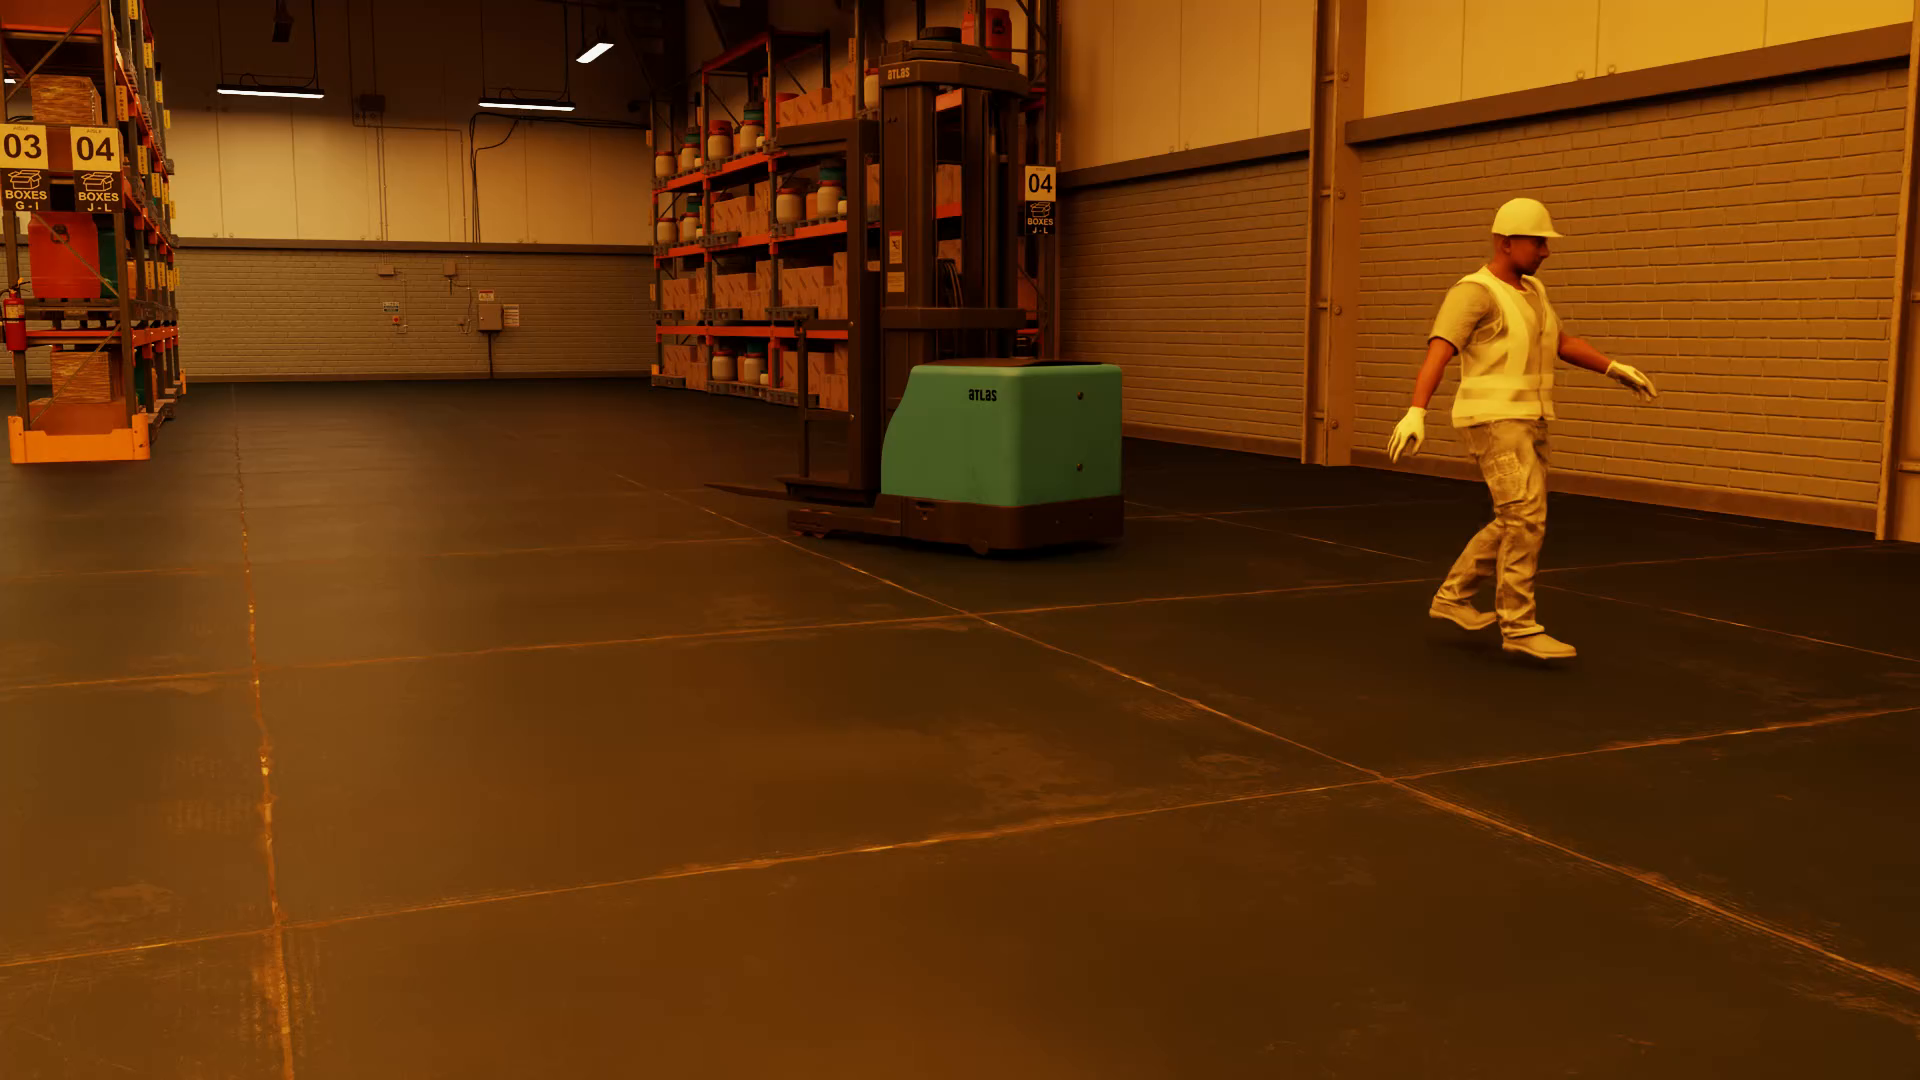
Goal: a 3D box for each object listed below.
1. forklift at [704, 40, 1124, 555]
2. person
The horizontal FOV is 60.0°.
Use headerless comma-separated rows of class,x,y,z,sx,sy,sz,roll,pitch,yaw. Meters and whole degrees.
forklift,-0.436,-1.509,10.383,3.031,2.935,1.130,7,10,44
person,2.151,-0.445,6.497,0.991,1.748,0.759,-7,10,-44
